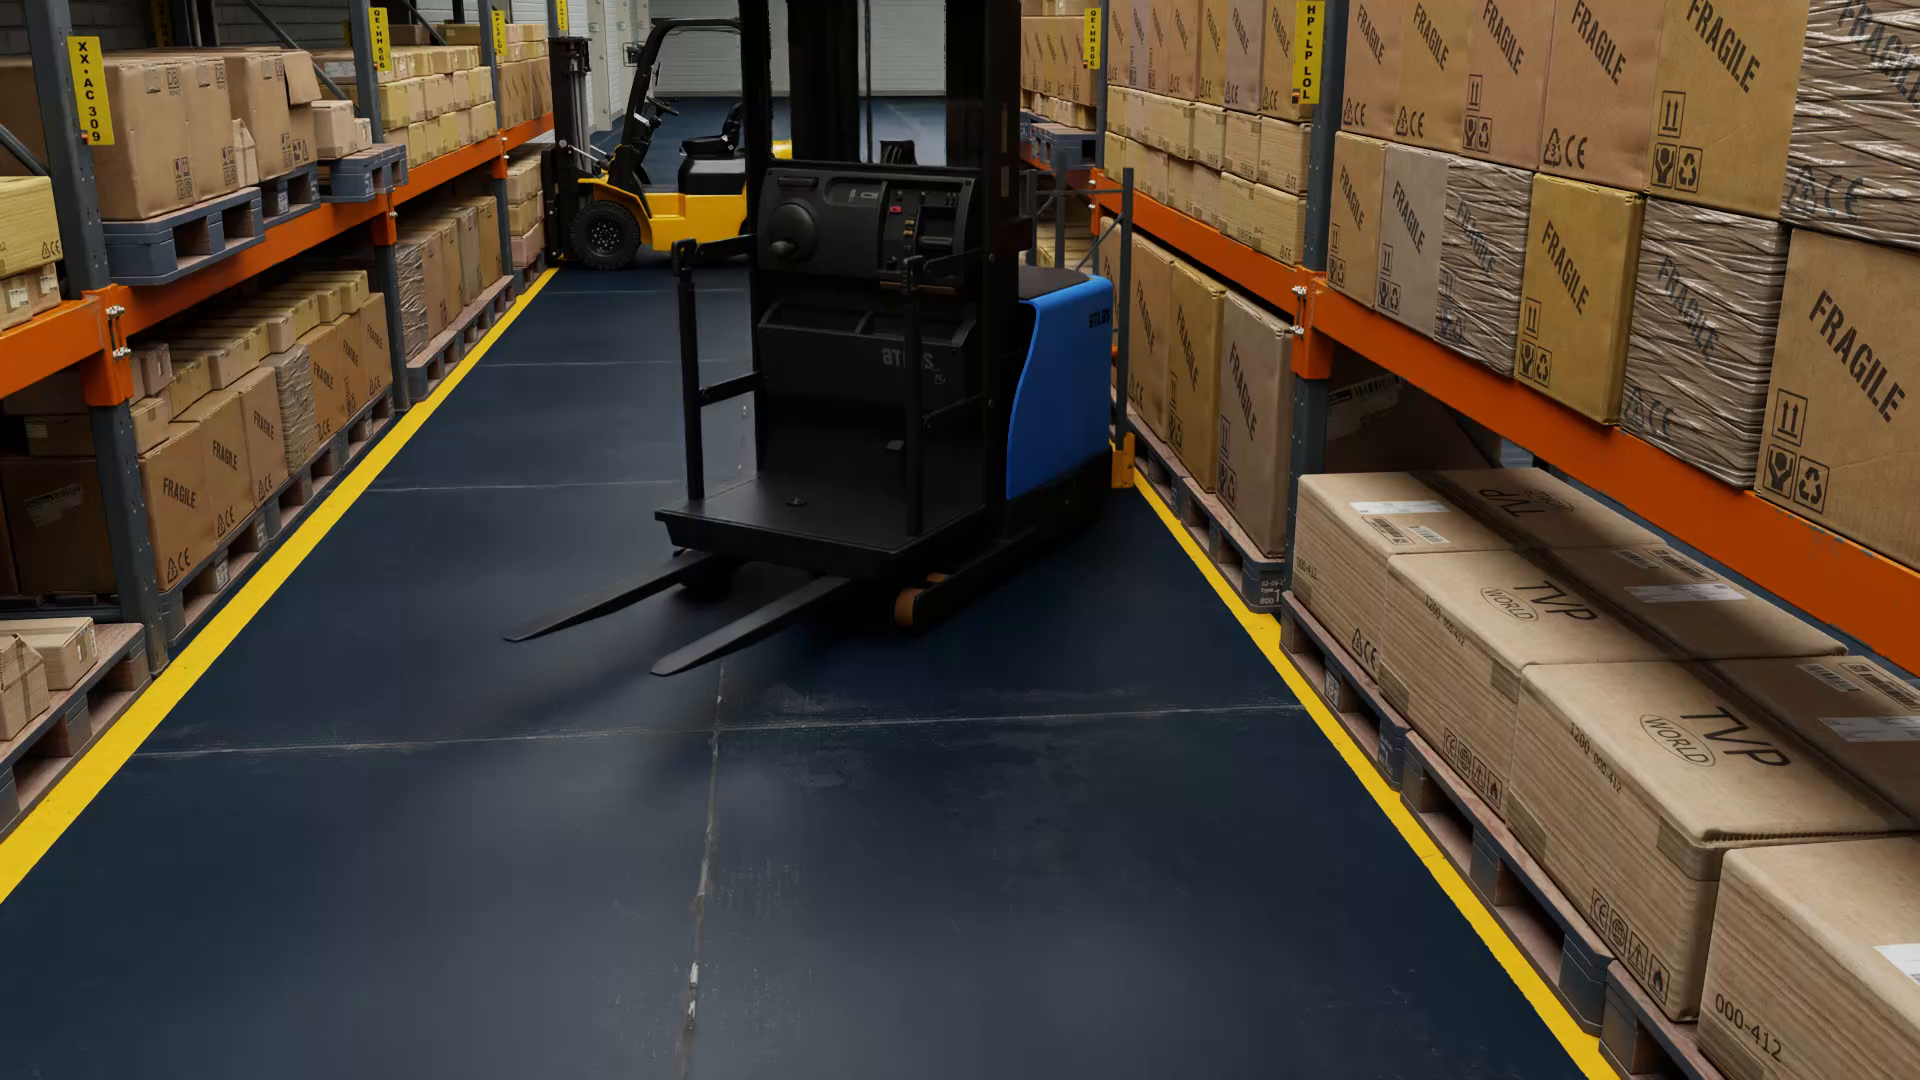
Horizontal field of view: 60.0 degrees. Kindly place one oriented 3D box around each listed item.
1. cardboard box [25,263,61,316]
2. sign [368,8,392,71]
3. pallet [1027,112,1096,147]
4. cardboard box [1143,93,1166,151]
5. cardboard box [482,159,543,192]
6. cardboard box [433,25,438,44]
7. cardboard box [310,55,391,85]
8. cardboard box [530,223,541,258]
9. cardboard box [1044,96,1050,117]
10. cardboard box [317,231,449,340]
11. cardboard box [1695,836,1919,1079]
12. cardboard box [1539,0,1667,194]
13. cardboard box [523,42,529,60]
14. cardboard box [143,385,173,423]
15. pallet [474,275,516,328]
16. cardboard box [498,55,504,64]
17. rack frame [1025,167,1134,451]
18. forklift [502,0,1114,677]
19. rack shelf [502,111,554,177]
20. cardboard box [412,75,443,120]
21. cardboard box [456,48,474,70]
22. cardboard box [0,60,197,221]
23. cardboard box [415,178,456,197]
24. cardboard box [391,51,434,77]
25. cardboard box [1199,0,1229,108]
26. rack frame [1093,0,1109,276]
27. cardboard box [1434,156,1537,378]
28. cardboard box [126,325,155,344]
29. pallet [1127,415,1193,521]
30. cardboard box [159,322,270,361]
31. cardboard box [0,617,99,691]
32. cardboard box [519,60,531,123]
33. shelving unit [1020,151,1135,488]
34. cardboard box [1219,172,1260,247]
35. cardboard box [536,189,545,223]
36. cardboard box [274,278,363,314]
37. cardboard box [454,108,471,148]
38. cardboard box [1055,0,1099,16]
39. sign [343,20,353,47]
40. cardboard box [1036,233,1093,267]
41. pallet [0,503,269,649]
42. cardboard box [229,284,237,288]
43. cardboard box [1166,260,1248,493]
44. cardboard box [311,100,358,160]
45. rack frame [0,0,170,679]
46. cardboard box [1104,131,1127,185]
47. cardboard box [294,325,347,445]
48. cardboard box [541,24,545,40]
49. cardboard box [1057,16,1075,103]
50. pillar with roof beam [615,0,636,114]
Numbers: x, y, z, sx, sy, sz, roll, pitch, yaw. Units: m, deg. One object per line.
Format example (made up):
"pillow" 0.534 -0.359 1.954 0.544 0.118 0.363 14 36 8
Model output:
"cardboard box" -2.959 -0.755 4.995 0.380 0.149 0.250 -2 17 -5
"sign" -3.117 -2.688 8.932 0.100 0.325 0.005 -2 18 -6
"pallet" 1.037 -2.806 11.426 1.003 0.211 1.213 -2 18 -6
"cardboard box" 1.179 -2.014 8.001 0.500 0.250 0.500 -2 18 -6
"cardboard box" -3.911 -3.166 14.473 0.500 0.250 0.500 -1 17 -4
"cardboard box" -4.427 -4.085 13.436 0.380 0.149 0.250 -2 18 -6
"cardboard box" -3.395 -2.615 9.250 0.380 0.149 0.250 -1 17 -4
"cardboard box" -3.856 -2.540 14.148 0.500 0.250 0.500 -2 18 -7
"cardboard box" 0.775 -2.939 11.248 0.380 0.149 0.250 -2 18 -7
"cardboard box" -3.781 -1.602 10.536 0.875 0.625 0.625 -1 17 -4
"cardboard box" 1.939 0.903 2.868 0.875 0.438 0.875 -2 18 -8
"cardboard box" 1.639 -1.038 3.641 0.500 0.500 0.500 -2 18 -6
"cardboard box" -3.979 -4.268 14.513 0.380 0.149 0.250 -2 18 -7
"cardboard box" -3.121 -0.475 6.071 0.380 0.149 0.250 -2 18 -7
"pallet" -3.953 -1.797 12.549 1.003 0.211 1.213 -2 18 -6
"cardboard box" -3.867 -3.883 13.289 0.380 0.149 0.250 -1 17 -4
"rack frame" 0.545 -0.962 7.736 0.500 1.500 0.032 -4 18 -13
"forklift" -0.469 -1.215 6.153 1.130 2.935 3.031 9 20 28
"rack shelf" -4.274 -3.599 14.833 1.077 0.370 4.000 -2 18 -6
"cardboard box" -3.545 -2.767 10.397 0.500 0.250 0.500 -2 18 -7
"cardboard box" -3.635 -3.383 11.695 0.380 0.149 0.250 -2 18 -7
"cardboard box" -3.070 -1.362 5.638 0.700 0.500 0.500 -1 17 -4
"cardboard box" -4.311 -2.852 13.474 0.500 0.250 0.500 -1 17 -5
"cardboard box" -3.539 -3.000 10.474 0.380 0.149 0.250 -1 17 -4
"cardboard box" 1.305 -2.073 6.935 0.500 0.500 0.500 -1 17 -4
"rack frame" 1.281 -2.309 9.523 1.000 3.000 0.127 -2 18 -6
"cardboard box" 1.575 -0.718 4.290 0.500 0.500 0.500 -2 18 -5
"cardboard box" -3.739 -0.841 7.237 0.380 0.149 0.250 -2 18 -8
"pallet" 1.410 -0.378 8.030 1.003 0.211 1.213 -2 18 -6
"cardboard box" -3.269 -0.861 7.302 0.380 0.149 0.250 -2 18 -5
"cardboard box" -2.893 0.354 5.099 0.380 0.149 0.250 -2 18 -7
"cardboard box" -3.978 -3.839 14.232 0.500 0.500 0.500 -2 18 -6
"shelving unit" 0.424 -1.107 8.198 0.587 1.500 1.083 -4 18 -13
"cardboard box" 1.346 -1.323 6.634 0.500 0.250 0.500 -2 18 -6
"cardboard box" -3.905 -2.927 14.546 0.500 0.250 0.500 -2 18 -6
"cardboard box" -3.294 -1.252 8.546 0.380 0.149 0.250 -3 18 -9
"cardboard box" -3.678 -2.834 11.446 0.500 0.250 0.500 -2 18 -5
"cardboard box" 0.832 -3.487 10.828 0.380 0.149 0.250 -3 18 -8
"sign" -4.620 -3.779 12.629 0.100 0.325 0.005 -2 18 -6
"cardboard box" 1.003 -2.077 12.470 0.950 0.372 0.625 -1 17 -2
"pallet" -3.364 0.127 6.421 1.003 0.211 1.213 -2 18 -6
"cardboard box" -3.911 -1.226 8.465 0.380 0.149 0.250 -1 17 -4
"cardboard box" 1.450 -0.755 7.419 0.875 0.875 0.875 -1 17 -4
"cardboard box" -3.225 -1.979 8.021 0.500 0.250 0.500 -3 18 -8
"rack frame" -3.243 -0.962 5.235 1.000 3.000 0.127 -2 18 -6
"cardboard box" 1.082 -2.084 9.056 0.500 0.250 0.500 -2 18 -7
"cardboard box" -3.300 -0.737 7.990 0.500 0.500 0.500 -1 17 -3
"cardboard box" -4.124 -4.787 15.670 0.380 0.149 0.250 -1 17 -4
"cardboard box" 0.894 -2.979 10.294 0.500 0.500 0.500 -2 18 -7
"pillar with roof beam" -3.499 -14.448 38.175 9.100 9.000 0.400 -2 18 -6
